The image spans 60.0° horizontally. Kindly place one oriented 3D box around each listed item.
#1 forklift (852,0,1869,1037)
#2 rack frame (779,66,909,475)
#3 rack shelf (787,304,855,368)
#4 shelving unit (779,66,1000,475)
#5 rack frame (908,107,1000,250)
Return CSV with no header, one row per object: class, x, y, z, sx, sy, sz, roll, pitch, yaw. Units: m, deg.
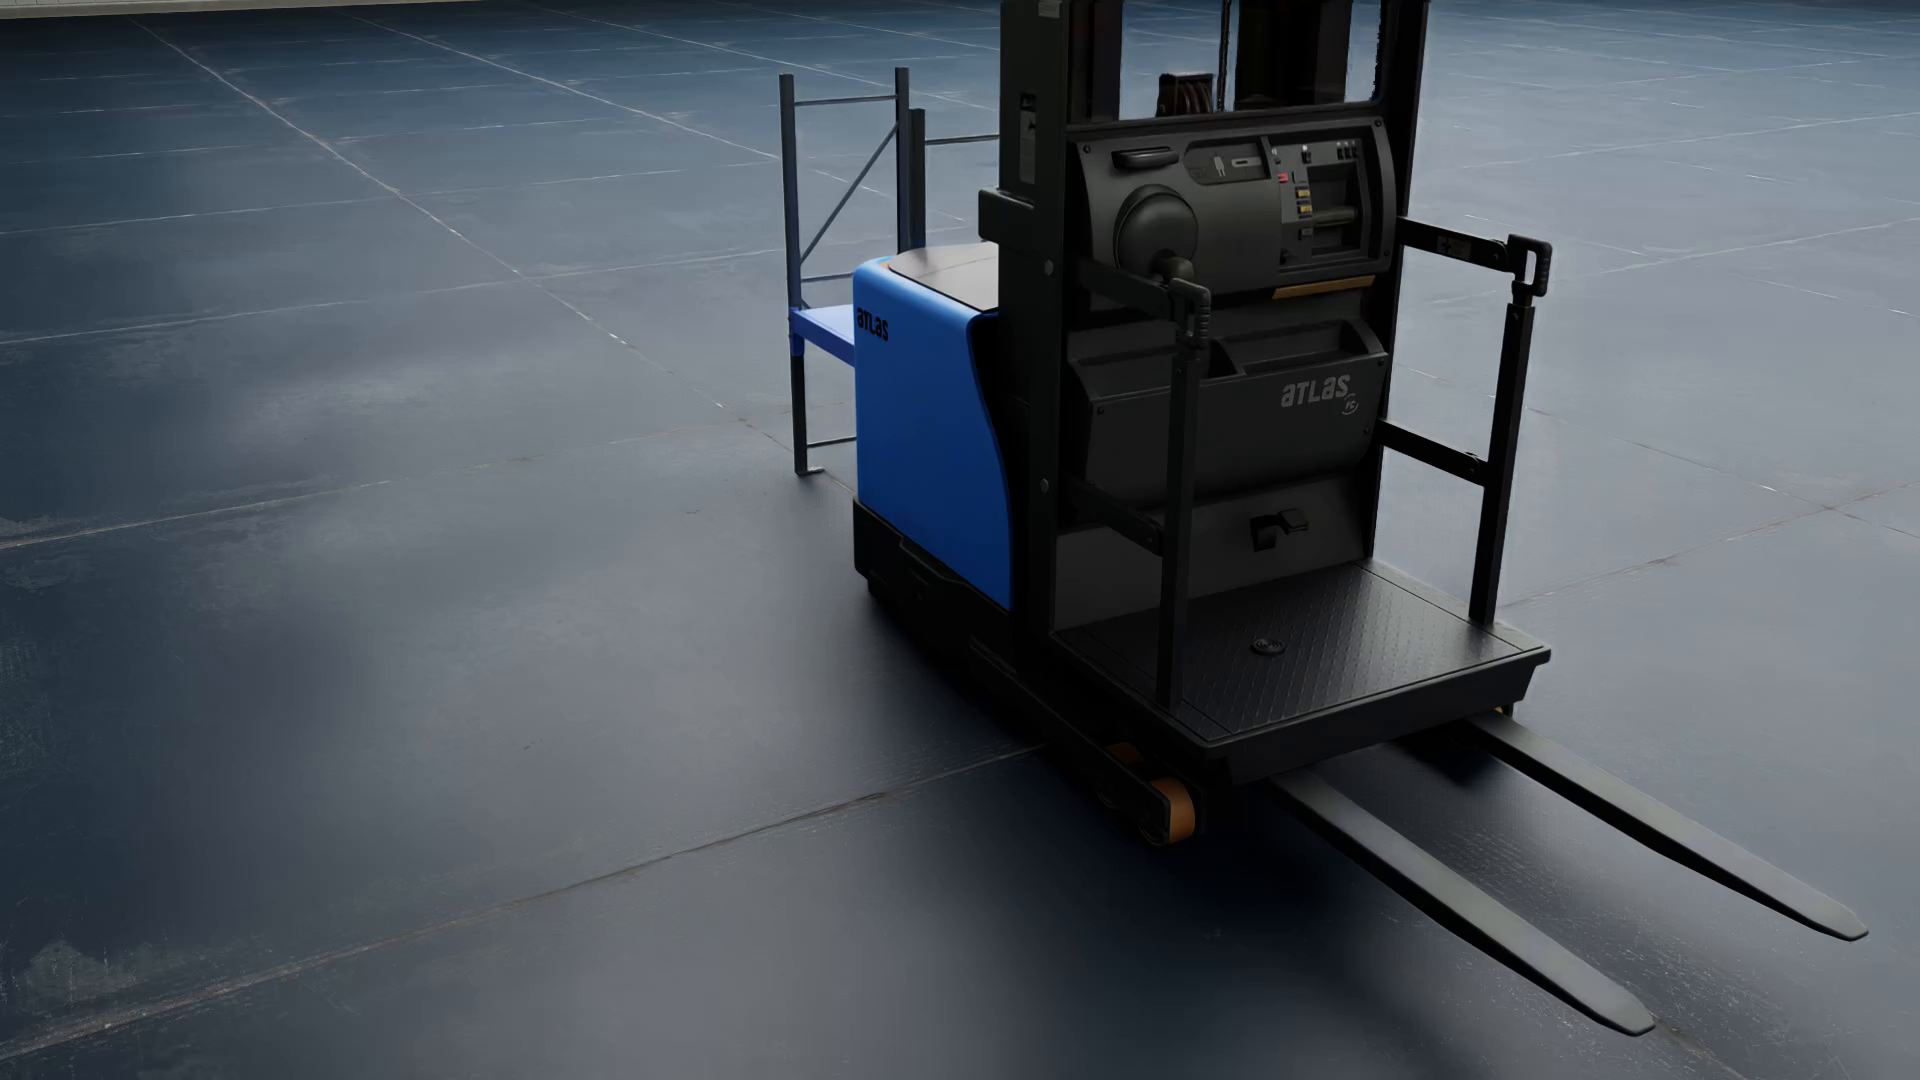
forklift,0.798,-0.815,3.925,1.130,2.935,3.031,-11,25,-26
rack frame,-0.414,-0.996,6.271,0.500,1.500,0.032,-11,25,-26
rack shelf,-0.173,-0.661,5.924,0.538,0.185,1.000,-11,25,-26
shelving unit,-0.173,-0.828,5.856,0.538,1.500,1.048,-11,25,-26
rack frame,0.068,-0.659,5.441,0.500,1.500,0.032,-11,25,-26
